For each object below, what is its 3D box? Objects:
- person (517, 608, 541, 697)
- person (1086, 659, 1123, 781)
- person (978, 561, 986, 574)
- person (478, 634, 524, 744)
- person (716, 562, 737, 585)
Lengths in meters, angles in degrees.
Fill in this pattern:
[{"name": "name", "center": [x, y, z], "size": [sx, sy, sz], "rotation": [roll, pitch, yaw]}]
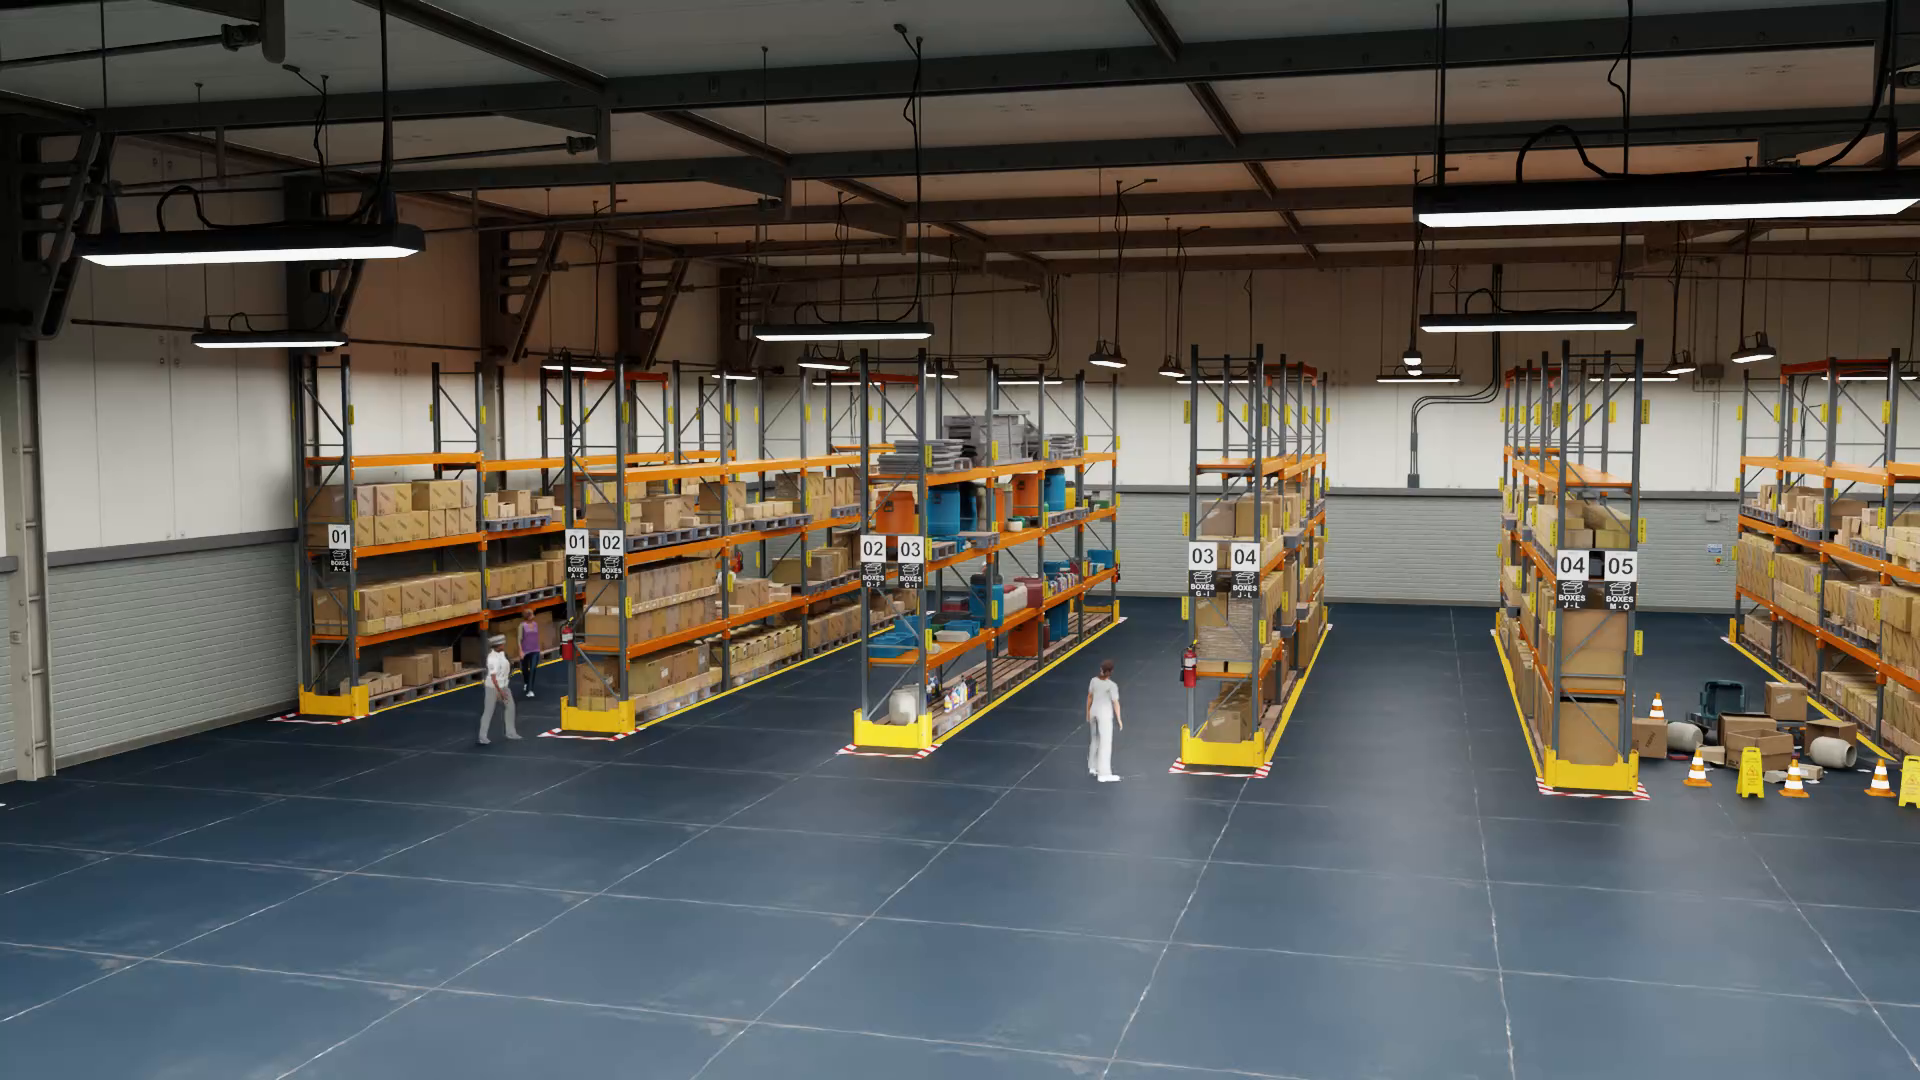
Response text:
[{"name": "person", "center": [-7.695, 2.017, 29.696], "size": [0.420, 1.511, 0.824], "rotation": [-1, 4, -15]}, {"name": "person", "center": [1.929, 2.475, 22.875], "size": [0.413, 1.712, 0.636], "rotation": [-3, 5, -38]}, {"name": "person", "center": [0.530, 1.360, 36.752], "size": [0.639, 1.784, 0.465], "rotation": [3, 5, 31]}, {"name": "person", "center": [-7.062, 2.282, 25.500], "size": [0.558, 1.698, 0.620], "rotation": [1, 4, 17]}, {"name": "person", "center": [-5.432, 1.283, 38.769], "size": [0.540, 1.615, 0.952], "rotation": [1, 4, 10]}]
